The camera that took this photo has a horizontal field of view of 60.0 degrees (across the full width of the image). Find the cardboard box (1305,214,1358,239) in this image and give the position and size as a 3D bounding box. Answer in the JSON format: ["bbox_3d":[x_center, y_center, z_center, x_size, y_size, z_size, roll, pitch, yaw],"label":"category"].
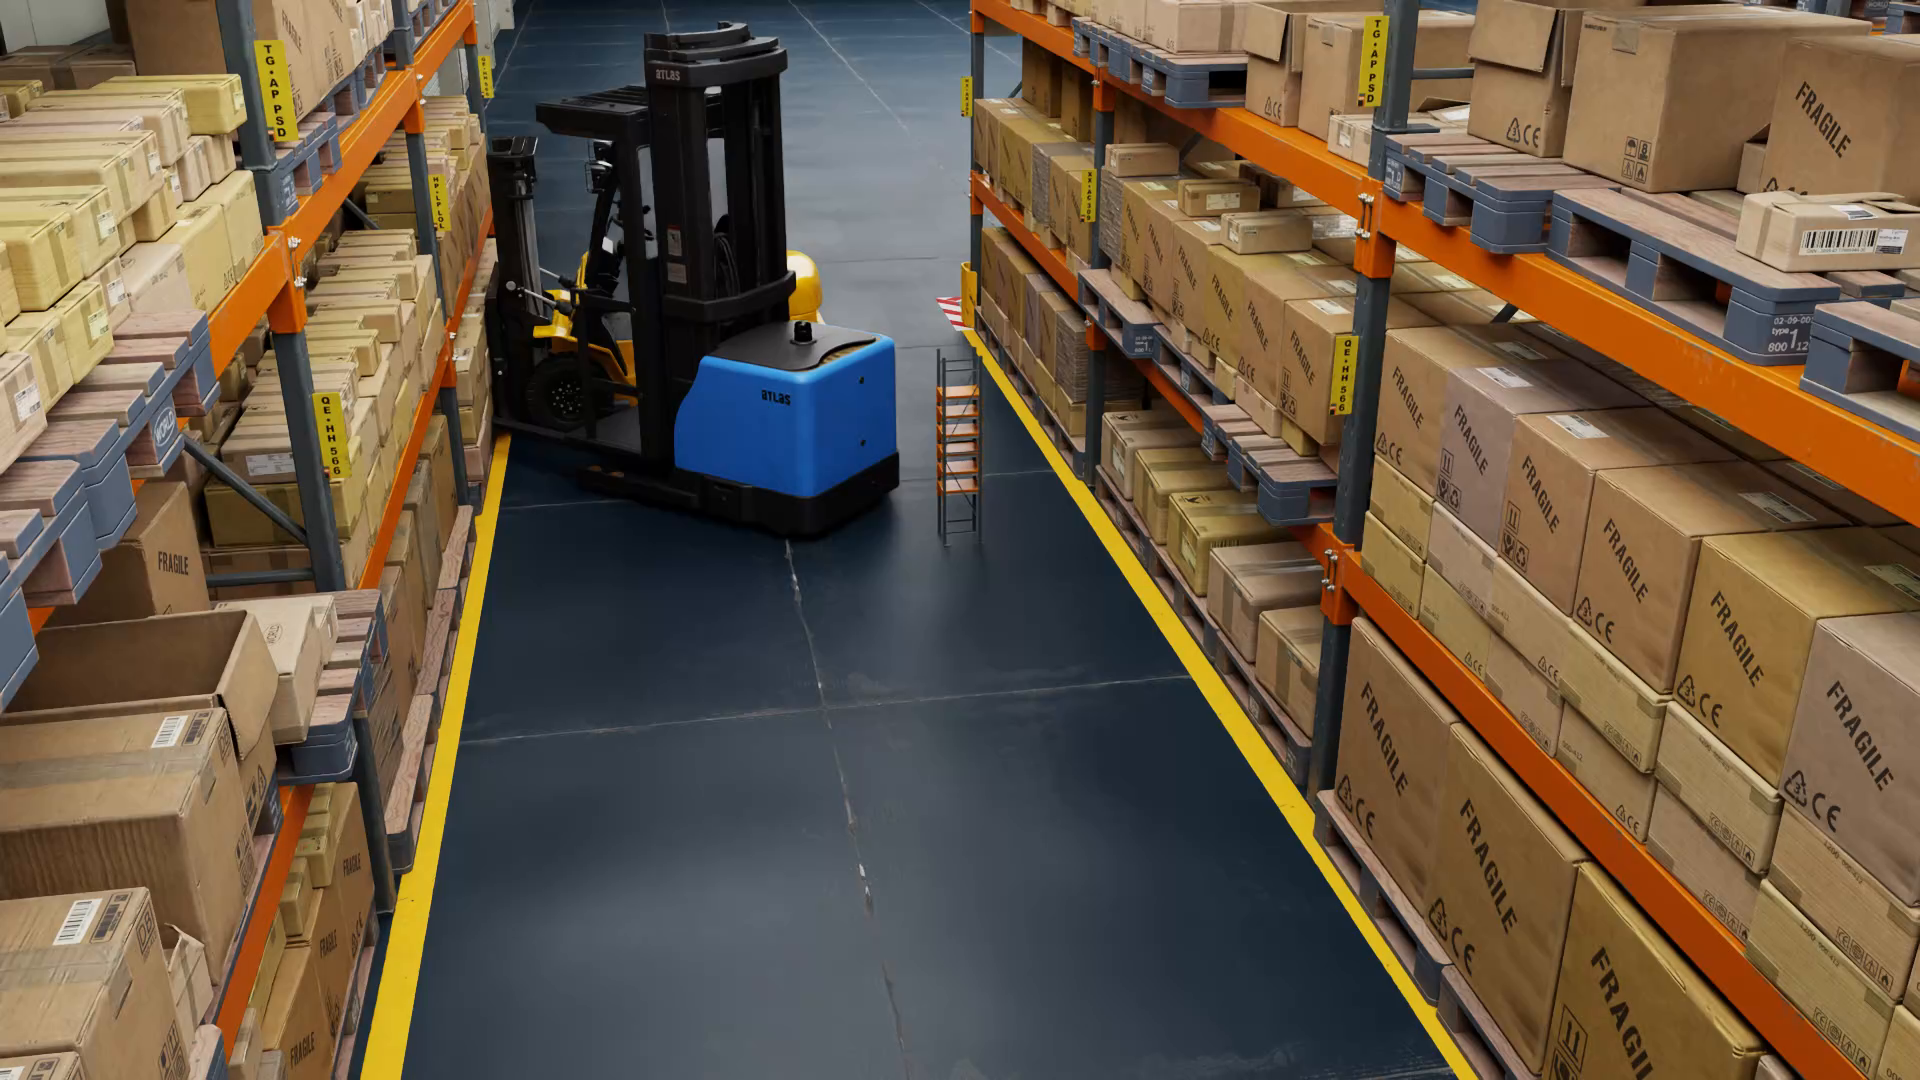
[{"bbox_3d":[1.924,-1.385,8.653,0.500,0.500,0.500,-5,24,-12],"label":"cardboard box"}]

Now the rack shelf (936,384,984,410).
[{"bbox_3d":[-0.003,-0.845,9.897,0.258,0.103,0.180,-4,24,-10],"label":"rack shelf"}]

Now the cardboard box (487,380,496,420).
[{"bbox_3d":[-3.528,-0.958,11.606,0.500,0.250,0.500,-4,24,-9],"label":"cardboard box"}]

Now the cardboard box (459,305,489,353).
[{"bbox_3d":[-3.514,-1.412,11.397,0.500,0.250,0.500,-3,24,-8],"label":"cardboard box"}]

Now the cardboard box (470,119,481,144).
[{"bbox_3d":[-3.868,-3.114,12.696,0.380,0.149,0.250,-4,24,-9],"label":"cardboard box"}]

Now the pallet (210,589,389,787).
[{"bbox_3d":[-2.611,0.512,5.571,1.213,0.211,1.003,-4,24,-10],"label":"pallet"}]

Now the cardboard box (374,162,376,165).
[{"bbox_3d":[-4.142,-2.468,11.217,0.380,0.149,0.250,-5,24,-11],"label":"cardboard box"}]

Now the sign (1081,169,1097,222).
[{"bbox_3d":[0.801,-2.134,10.306,0.100,0.325,0.005,-4,24,-10],"label":"sign"}]

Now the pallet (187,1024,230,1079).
[{"bbox_3d":[-2.106,1.501,3.305,1.003,0.211,1.213,-4,24,-10],"label":"pallet"}]

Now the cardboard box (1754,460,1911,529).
[{"bbox_3d":[2.700,0.070,4.968,0.500,0.500,0.500,-5,24,-11],"label":"cardboard box"}]

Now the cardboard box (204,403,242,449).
[{"bbox_3d":[-3.257,-0.355,6.879,0.500,0.250,0.500,-4,24,-9],"label":"cardboard box"}]

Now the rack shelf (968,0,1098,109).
[{"bbox_3d":[0.963,-3.612,11.923,1.077,0.370,4.000,-4,24,-10],"label":"rack shelf"}]

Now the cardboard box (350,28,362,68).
[{"bbox_3d":[-2.900,-2.196,7.446,0.380,0.149,0.250,-5,24,-10],"label":"cardboard box"}]

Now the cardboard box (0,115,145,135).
[{"bbox_3d":[-2.401,-1.034,4.440,0.380,0.149,0.250,-5,24,-11],"label":"cardboard box"}]

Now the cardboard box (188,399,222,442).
[{"bbox_3d":[-3.210,-0.495,6.700,0.380,0.149,0.250,-4,24,-10],"label":"cardboard box"}]

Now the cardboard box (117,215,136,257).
[{"bbox_3d":[-2.365,-0.800,4.275,0.380,0.149,0.250,-4,24,-9],"label":"cardboard box"}]

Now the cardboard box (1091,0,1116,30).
[{"bbox_3d":[1.047,-3.019,9.329,0.500,0.250,0.500,-5,24,-11],"label":"cardboard box"}]

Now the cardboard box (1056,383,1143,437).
[{"bbox_3d":[0.959,-0.925,11.531,0.500,0.250,0.500,-3,24,-7],"label":"cardboard box"}]

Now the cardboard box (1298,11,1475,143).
[{"bbox_3d":[1.907,-2.001,7.210,0.700,0.500,0.500,-4,24,-10],"label":"cardboard box"}]

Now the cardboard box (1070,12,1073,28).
[{"bbox_3d":[0.943,-3.449,10.965,0.380,0.149,0.250,-5,24,-12],"label":"cardboard box"}]

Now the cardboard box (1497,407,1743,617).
[{"bbox_3d":[2.105,-0.100,5.356,0.500,0.500,0.500,-4,24,-8],"label":"cardboard box"}]

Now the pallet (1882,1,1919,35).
[{"bbox_3d":[6.397,-3.116,10.128,0.805,0.209,1.217,-5,24,-12],"label":"pallet"}]

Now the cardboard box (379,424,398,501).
[{"bbox_3d":[-2.837,-0.362,7.519,0.500,0.250,0.500,-5,24,-11],"label":"cardboard box"}]

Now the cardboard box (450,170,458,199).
[{"bbox_3d":[-3.490,-2.307,10.849,0.380,0.149,0.250,-5,24,-10],"label":"cardboard box"}]

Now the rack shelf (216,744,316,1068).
[{"bbox_3d":[-2.435,1.279,4.474,1.077,0.370,4.000,-4,24,-10],"label":"rack shelf"}]

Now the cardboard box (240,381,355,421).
[{"bbox_3d":[-2.698,-0.532,6.785,0.380,0.149,0.250,-4,24,-8],"label":"cardboard box"}]

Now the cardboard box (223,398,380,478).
[{"bbox_3d":[-2.738,-0.388,6.953,0.500,0.250,0.500,-4,24,-8],"label":"cardboard box"}]

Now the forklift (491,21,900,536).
[{"bbox_3d":[-1.922,-1.792,10.690,3.031,2.935,1.130,14,27,29],"label":"forklift"}]

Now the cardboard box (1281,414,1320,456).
[{"bbox_3d":[1.660,-0.496,7.426,0.380,0.149,0.250,-4,24,-9],"label":"cardboard box"}]

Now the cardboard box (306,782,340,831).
[{"bbox_3d":[-2.465,0.993,6.015,0.380,0.149,0.250,-5,24,-12],"label":"cardboard box"}]

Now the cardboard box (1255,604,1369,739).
[{"bbox_3d":[1.978,0.582,7.928,0.950,0.372,0.625,-6,24,-13],"label":"cardboard box"}]

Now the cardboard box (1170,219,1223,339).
[{"bbox_3d":[1.414,-1.355,8.584,0.500,0.500,0.500,-5,24,-12],"label":"cardboard box"}]

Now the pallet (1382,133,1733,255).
[{"bbox_3d":[2.244,-1.245,5.842,1.213,0.211,1.003,-3,24,-7],"label":"pallet"}]

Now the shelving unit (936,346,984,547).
[{"bbox_3d":[-0.003,-0.556,10.023,0.258,1.200,0.189,-4,24,-10],"label":"shelving unit"}]

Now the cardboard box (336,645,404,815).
[{"bbox_3d":[-2.907,0.812,7.086,0.875,0.625,0.625,-4,24,-8],"label":"cardboard box"}]

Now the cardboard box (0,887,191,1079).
[{"bbox_3d":[-2.031,1.087,3.364,0.700,0.500,0.500,-4,24,-9],"label":"cardboard box"}]

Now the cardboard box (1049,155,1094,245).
[{"bbox_3d":[0.904,-2.320,11.319,0.500,0.500,0.500,-4,24,-8],"label":"cardboard box"}]

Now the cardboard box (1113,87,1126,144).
[{"bbox_3d":[1.392,-2.812,11.195,0.700,0.500,0.500,-4,24,-9],"label":"cardboard box"}]

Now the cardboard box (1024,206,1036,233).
[{"bbox_3d":[0.682,-2.369,12.241,0.380,0.149,0.250,-4,24,-9],"label":"cardboard box"}]

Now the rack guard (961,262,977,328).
[{"bbox_3d":[0.607,-2.178,14.612,1.175,0.500,0.348,-4,24,-10],"label":"rack guard"}]

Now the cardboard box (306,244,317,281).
[{"bbox_3d":[-3.692,-1.491,8.980,0.380,0.149,0.250,-5,24,-12],"label":"cardboard box"}]

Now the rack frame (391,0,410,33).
[{"bbox_3d":[-3.545,-4.160,8.533,1.000,3.000,0.127,-4,24,-10],"label":"rack frame"}]

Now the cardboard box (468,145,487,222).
[{"bbox_3d":[-3.848,-2.651,12.448,0.500,0.500,0.500,-4,24,-8],"label":"cardboard box"}]

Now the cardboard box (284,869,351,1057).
[{"bbox_3d":[-2.433,1.463,5.750,0.500,0.500,0.500,-5,24,-11],"label":"cardboard box"}]

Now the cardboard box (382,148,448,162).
[{"bbox_3d":[-3.526,-2.443,10.788,0.380,0.149,0.250,-5,24,-11],"label":"cardboard box"}]

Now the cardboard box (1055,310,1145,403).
[{"bbox_3d":[0.960,-1.269,11.381,0.500,0.500,0.500,-5,24,-10],"label":"cardboard box"}]

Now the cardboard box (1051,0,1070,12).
[{"bbox_3d":[0.892,-3.575,10.755,0.500,0.250,0.500,-5,24,-11],"label":"cardboard box"}]

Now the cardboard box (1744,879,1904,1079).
[{"bbox_3d":[2.388,1.077,4.223,0.500,0.250,0.500,-5,24,-10],"label":"cardboard box"}]

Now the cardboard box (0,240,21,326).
[{"bbox_3d":[-1.992,-0.447,3.070,0.380,0.149,0.250,-4,24,-9],"label":"cardboard box"}]

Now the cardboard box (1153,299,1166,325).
[{"bbox_3d":[1.296,-1.308,9.285,0.380,0.149,0.250,-4,24,-9],"label":"cardboard box"}]

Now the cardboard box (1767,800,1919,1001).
[{"bbox_3d":[2.392,0.855,4.108,0.500,0.250,0.500,-4,24,-8],"label":"cardboard box"}]

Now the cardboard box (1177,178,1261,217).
[{"bbox_3d":[1.374,-1.821,8.840,0.380,0.149,0.250,-3,24,-7],"label":"cardboard box"}]

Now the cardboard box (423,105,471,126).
[{"bbox_3d":[-3.860,-3.143,12.392,0.380,0.149,0.250,-4,24,-9],"label":"cardboard box"}]

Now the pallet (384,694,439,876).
[{"bbox_3d":[-2.919,1.113,7.437,1.003,0.211,1.213,-4,24,-10],"label":"pallet"}]

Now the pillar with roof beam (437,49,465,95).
[{"bbox_3d":[-3.029,-10.432,22.892,9.100,9.000,0.400,-4,24,-10],"label":"pillar with roof beam"}]

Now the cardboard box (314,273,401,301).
[{"bbox_3d":[-3.038,-1.235,8.394,0.380,0.149,0.250,-5,24,-11],"label":"cardboard box"}]
